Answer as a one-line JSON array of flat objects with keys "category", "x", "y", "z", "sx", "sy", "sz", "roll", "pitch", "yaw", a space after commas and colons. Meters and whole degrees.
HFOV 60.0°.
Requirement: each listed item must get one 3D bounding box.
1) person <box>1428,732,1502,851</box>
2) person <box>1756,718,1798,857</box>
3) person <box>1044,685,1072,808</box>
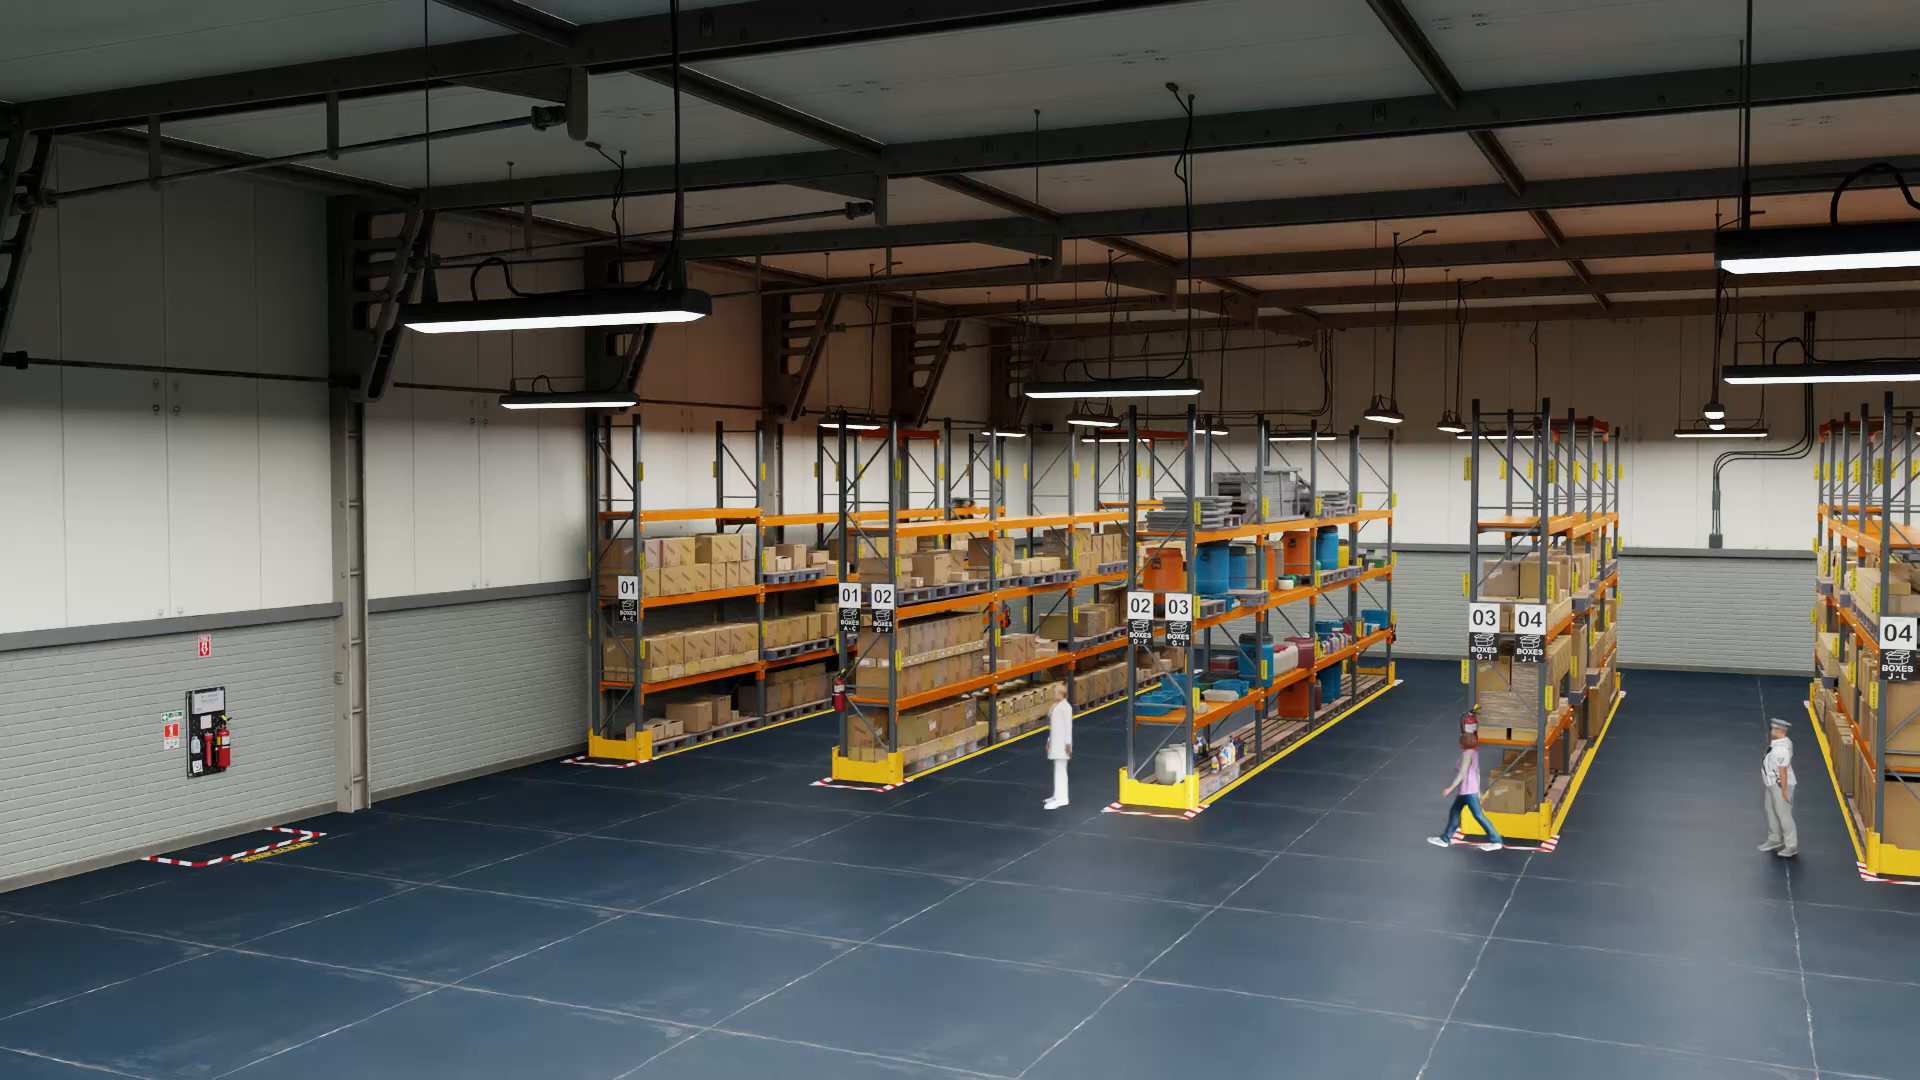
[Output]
[{"category": "person", "x": 6.720, "y": 3.301, "z": 21.879, "sx": 0.810, "sy": 1.539, "sz": 0.403, "roll": 1, "pitch": 2, "yaw": 16}, {"category": "person", "x": 10.730, "y": 3.231, "z": 21.813, "sx": 0.450, "sy": 1.798, "sz": 0.710, "roll": 1, "pitch": 2, "yaw": 17}, {"category": "person", "x": 1.468, "y": 3.078, "z": 24.997, "sx": 0.388, "sy": 1.789, "sz": 0.644, "roll": -1, "pitch": 2, "yaw": -13}]
